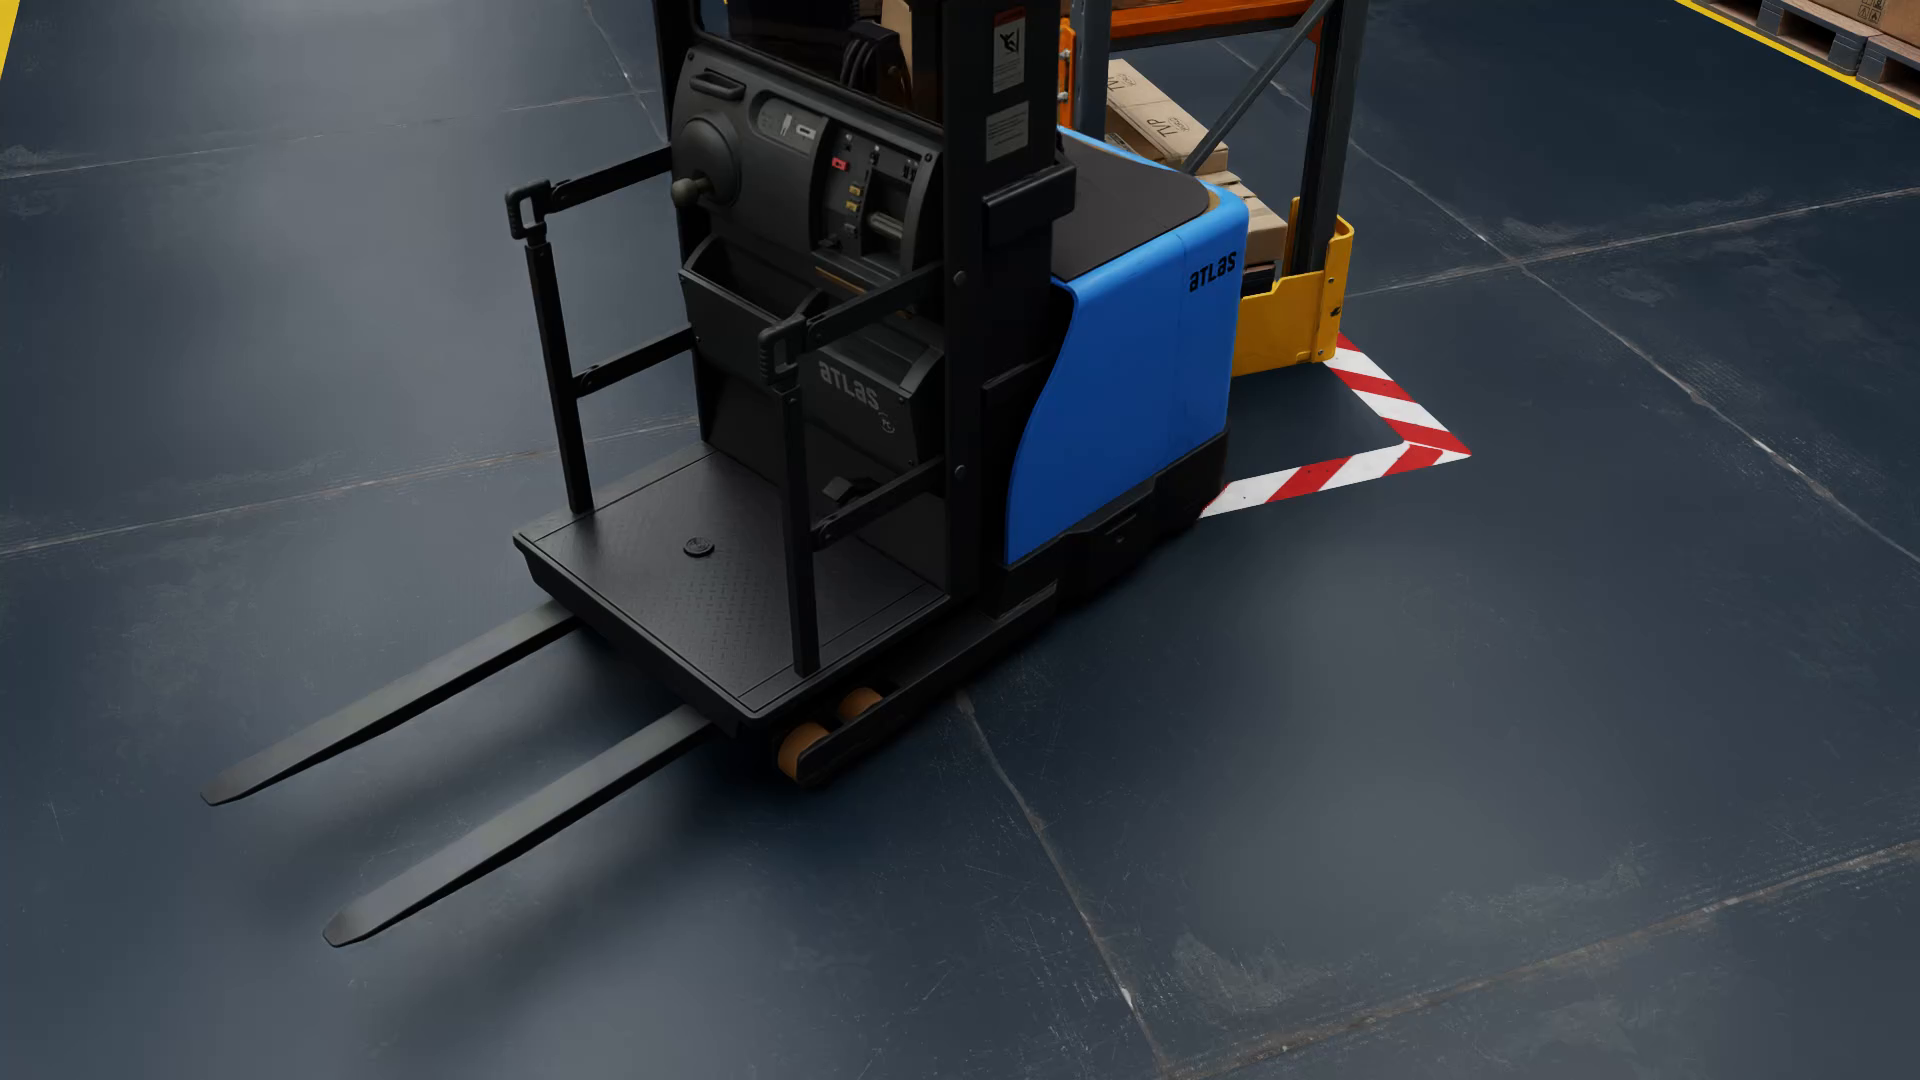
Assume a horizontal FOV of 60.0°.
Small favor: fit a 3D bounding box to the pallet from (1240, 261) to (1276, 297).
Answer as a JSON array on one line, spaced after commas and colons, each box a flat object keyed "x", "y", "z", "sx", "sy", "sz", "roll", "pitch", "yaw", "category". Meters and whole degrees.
[{"x": 0.527, "y": -1.185, "z": 6.648, "sx": 1.003, "sy": 0.211, "sz": 1.213, "roll": -12, "pitch": 39, "yaw": -16, "category": "pallet"}]

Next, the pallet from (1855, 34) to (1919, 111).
[{"x": 5.130, "y": -2.155, "z": 7.936, "sx": 1.003, "sy": 0.211, "sz": 1.213, "roll": -12, "pitch": 39, "yaw": -16, "category": "pallet"}]

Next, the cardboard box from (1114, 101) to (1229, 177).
[{"x": 0.736, "y": -1.532, "z": 6.710, "sx": 0.500, "sy": 0.250, "sz": 0.500, "roll": -12, "pitch": 39, "yaw": -16, "category": "cardboard box"}]

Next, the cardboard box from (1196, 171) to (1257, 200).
[{"x": 0.921, "y": -1.299, "z": 6.470, "sx": 0.380, "sy": 0.166, "sz": 0.250, "roll": -12, "pitch": 39, "yaw": -16, "category": "cardboard box"}]

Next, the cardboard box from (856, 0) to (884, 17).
[{"x": -0.606, "y": -2.885, "z": 8.457, "sx": 0.500, "sy": 0.311, "sz": 0.500, "roll": -12, "pitch": 39, "yaw": -16, "category": "cardboard box"}]

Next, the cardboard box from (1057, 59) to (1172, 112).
[{"x": 0.564, "y": -1.814, "z": 7.085, "sx": 0.500, "sy": 0.250, "sz": 0.500, "roll": -12, "pitch": 39, "yaw": -16, "category": "cardboard box"}]

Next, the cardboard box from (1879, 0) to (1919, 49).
[{"x": 4.972, "y": -2.660, "z": 8.017, "sx": 0.700, "sy": 0.500, "sz": 0.500, "roll": -13, "pitch": 39, "yaw": -16, "category": "cardboard box"}]

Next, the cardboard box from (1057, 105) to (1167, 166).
[{"x": 0.410, "y": -1.239, "z": 6.114, "sx": 0.500, "sy": 0.500, "sz": 0.500, "roll": -12, "pitch": 39, "yaw": -16, "category": "cardboard box"}]

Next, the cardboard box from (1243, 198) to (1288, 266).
[{"x": 1.007, "y": -1.151, "z": 6.288, "sx": 0.380, "sy": 0.149, "sz": 0.250, "roll": -12, "pitch": 39, "yaw": -16, "category": "cardboard box"}]

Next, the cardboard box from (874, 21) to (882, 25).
[{"x": -0.299, "y": -2.341, "z": 7.854, "sx": 0.380, "sy": 0.166, "sz": 0.250, "roll": -12, "pitch": 39, "yaw": -16, "category": "cardboard box"}]

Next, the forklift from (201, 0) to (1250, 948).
[{"x": -0.549, "y": -0.875, "z": 3.976, "sx": 3.031, "sy": 2.935, "sz": 1.130, "roll": -31, "pitch": 47, "yaw": -34, "category": "forklift"}]

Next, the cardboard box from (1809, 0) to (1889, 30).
[{"x": 4.798, "y": -2.944, "z": 8.394, "sx": 0.700, "sy": 0.500, "sz": 0.500, "roll": -14, "pitch": 39, "yaw": -17, "category": "cardboard box"}]

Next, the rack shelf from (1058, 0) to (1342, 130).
[{"x": 0.141, "y": -2.648, "z": 6.871, "sx": 1.077, "sy": 0.370, "sz": 4.000, "roll": -12, "pitch": 39, "yaw": -16, "category": "rack shelf"}]

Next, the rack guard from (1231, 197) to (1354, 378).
[{"x": 0.803, "y": -0.850, "z": 5.963, "sx": 1.175, "sy": 0.500, "sz": 0.348, "roll": -12, "pitch": 39, "yaw": -16, "category": "rack guard"}]

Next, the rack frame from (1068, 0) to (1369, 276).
[{"x": 0.829, "y": -1.806, "z": 5.154, "sx": 1.000, "sy": 3.000, "sz": 0.127, "roll": -12, "pitch": 39, "yaw": -16, "category": "rack frame"}]

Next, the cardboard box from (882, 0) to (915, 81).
[{"x": 0.104, "y": -2.184, "z": 7.365, "sx": 0.797, "sy": 0.503, "sz": 0.637, "roll": -12, "pitch": 39, "yaw": -16, "category": "cardboard box"}]

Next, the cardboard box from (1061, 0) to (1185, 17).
[{"x": 0.419, "y": -2.042, "z": 5.385, "sx": 0.500, "sy": 0.500, "sz": 0.500, "roll": -11, "pitch": 38, "yaw": -15, "category": "cardboard box"}]

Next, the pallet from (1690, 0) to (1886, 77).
[{"x": 4.714, "y": -2.843, "z": 8.849, "sx": 1.003, "sy": 0.211, "sz": 1.213, "roll": -12, "pitch": 39, "yaw": -16, "category": "pallet"}]

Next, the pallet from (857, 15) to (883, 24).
[{"x": -0.312, "y": -2.563, "z": 8.478, "sx": 1.003, "sy": 0.211, "sz": 1.213, "roll": -12, "pitch": 39, "yaw": -16, "category": "pallet"}]
